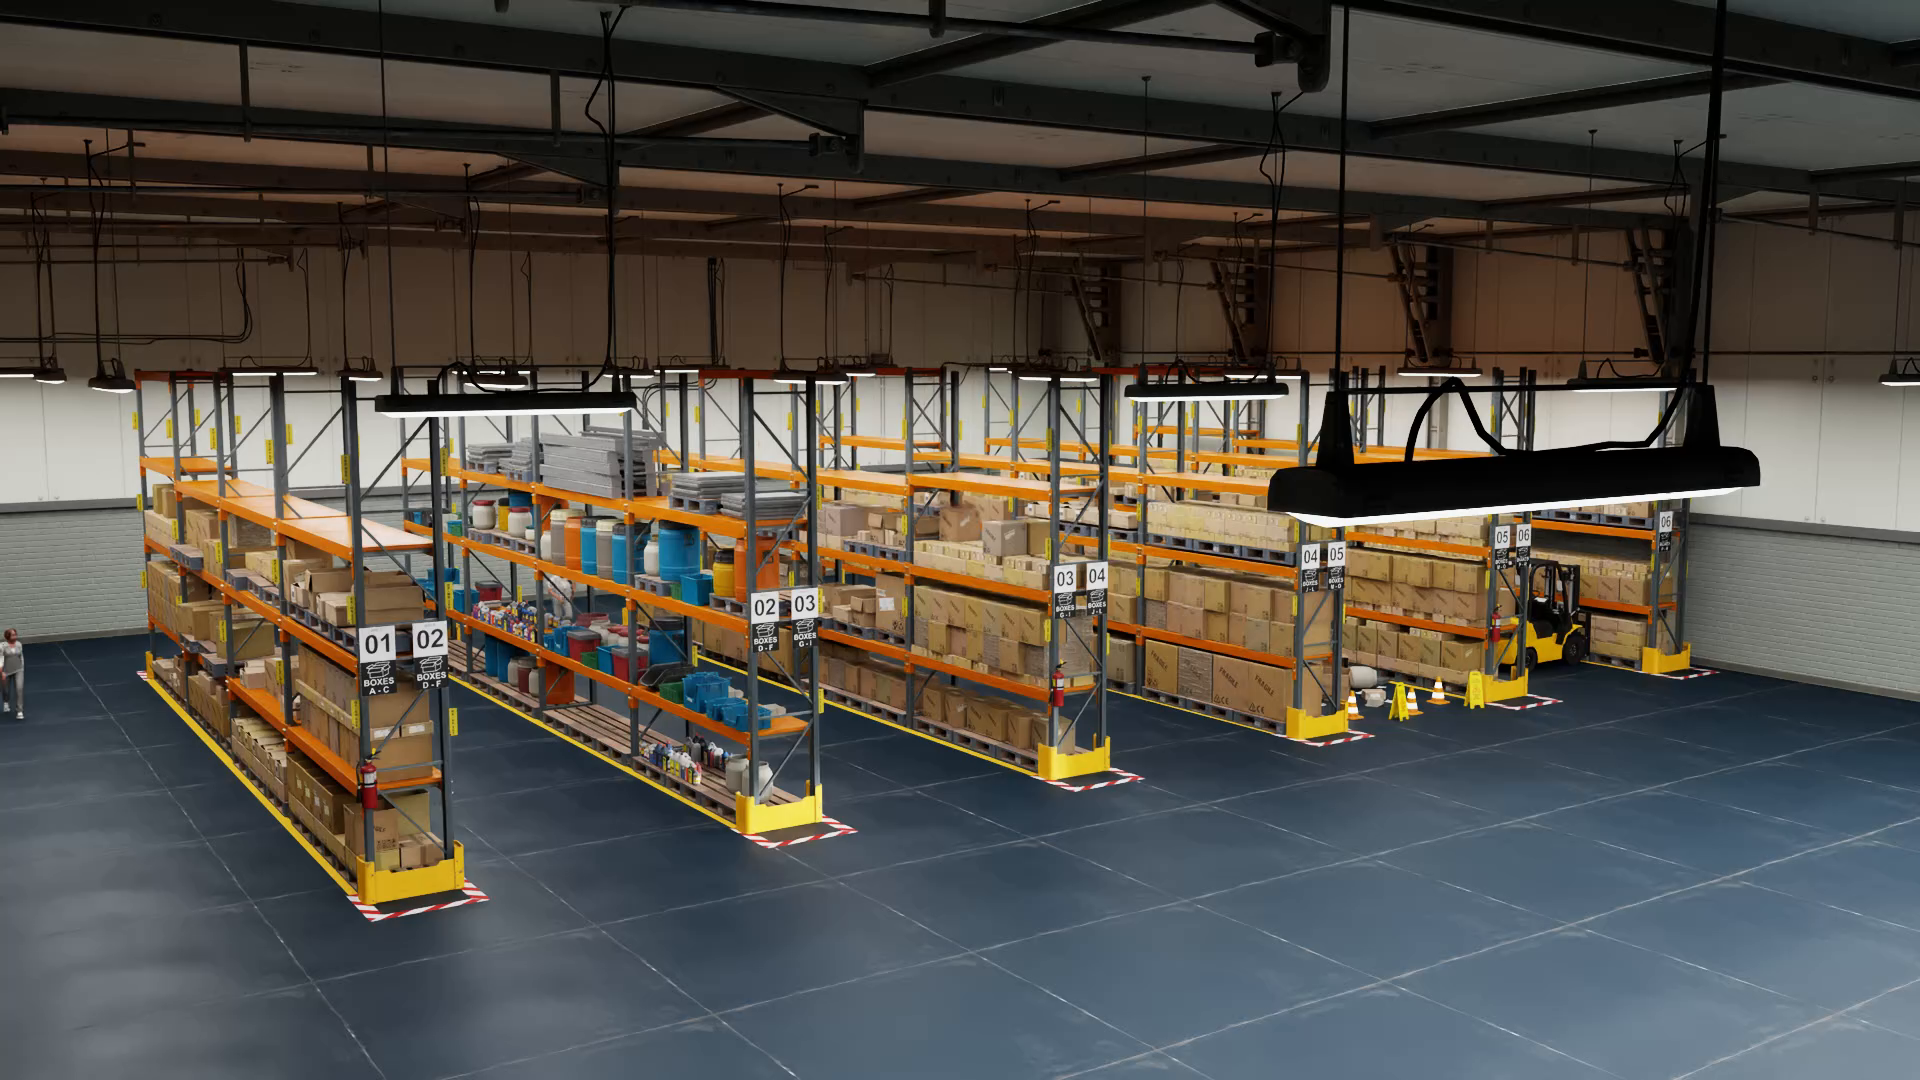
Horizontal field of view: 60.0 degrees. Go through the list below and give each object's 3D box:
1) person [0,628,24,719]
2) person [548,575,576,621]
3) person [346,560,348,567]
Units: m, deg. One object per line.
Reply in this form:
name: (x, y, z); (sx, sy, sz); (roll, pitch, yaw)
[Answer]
person: (-16.459, 2.287, 28.852); (0.397, 1.551, 0.899); (-4, 8, -34)
person: (-8.845, 1.327, 36.999); (0.674, 1.683, 0.732); (-3, 7, -25)
person: (-13.914, 1.206, 38.137); (1.014, 1.636, 0.458); (-3, 7, -23)
